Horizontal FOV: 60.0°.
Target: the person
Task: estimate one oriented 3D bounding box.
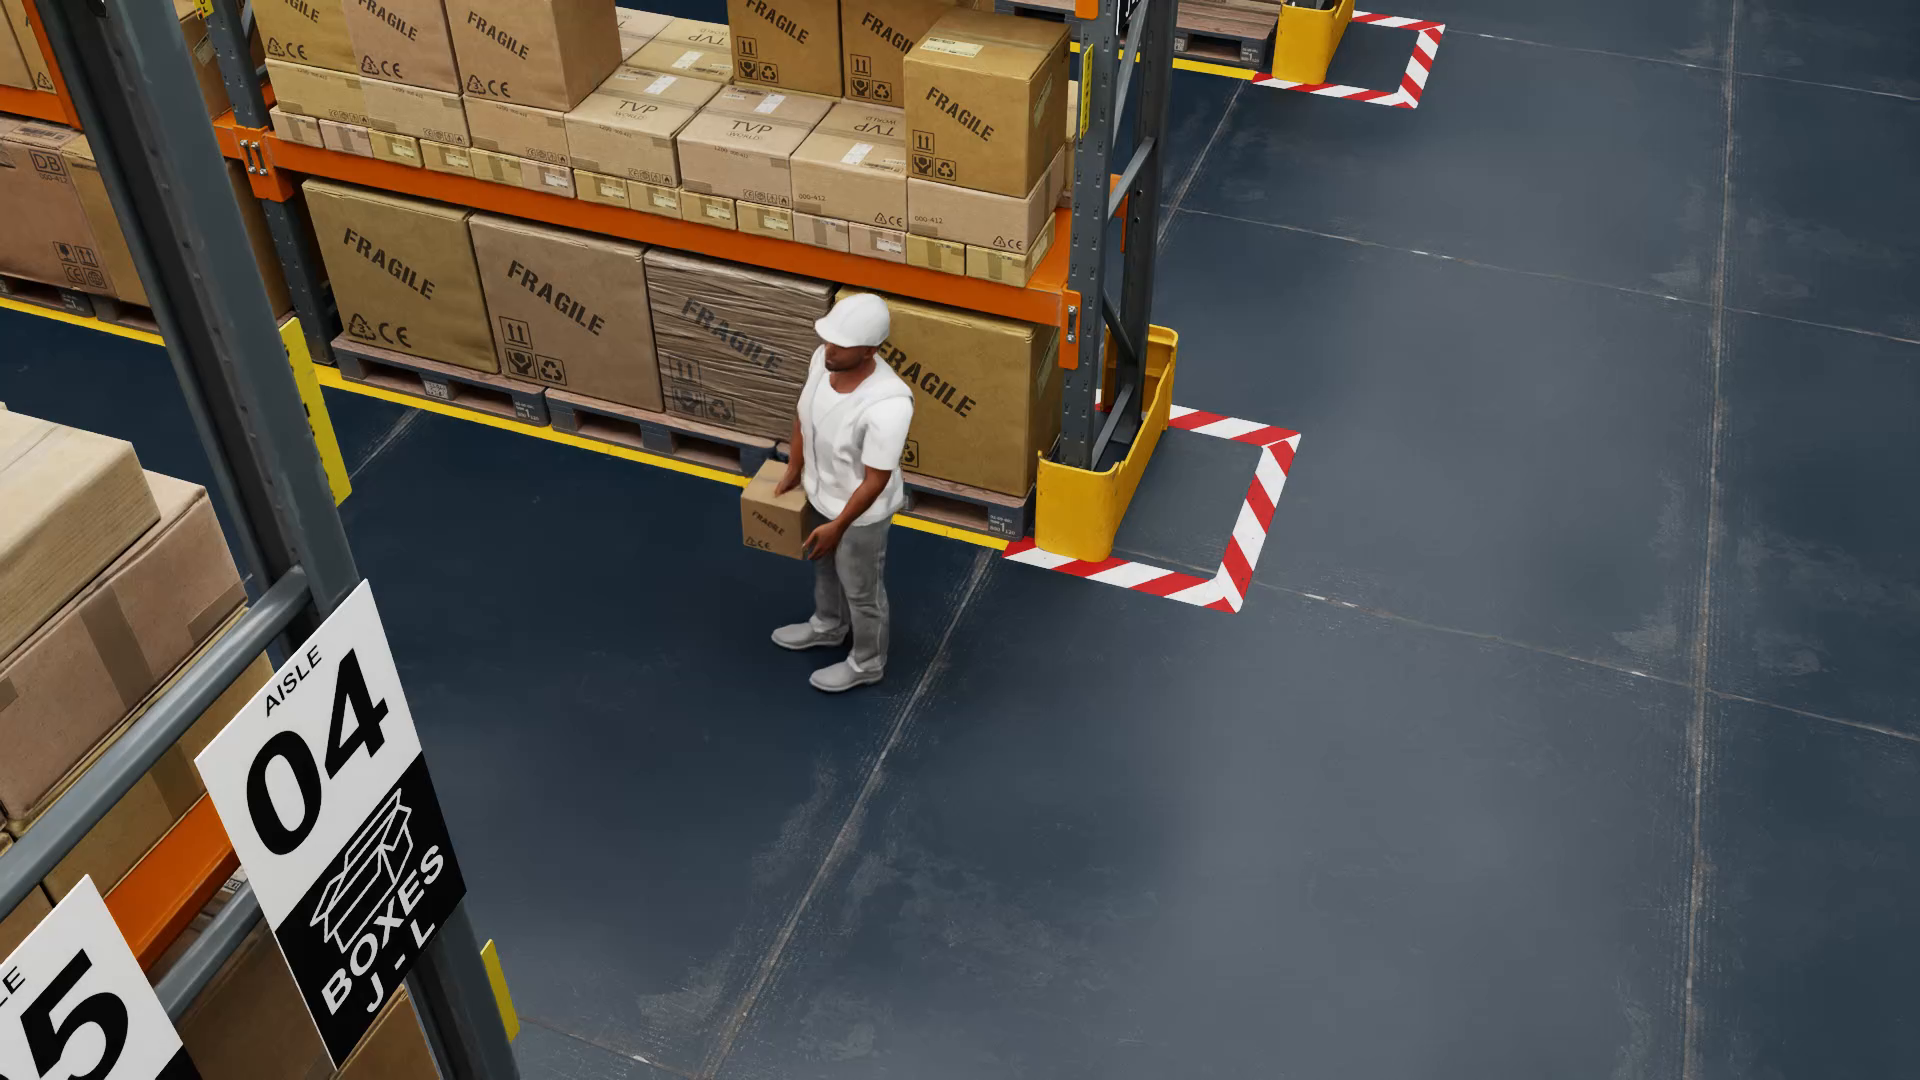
[{"bbox_3d":[-0.472,-0.158,6.300,0.487,1.775,0.605,-25,47,-26],"label":"person"}]
